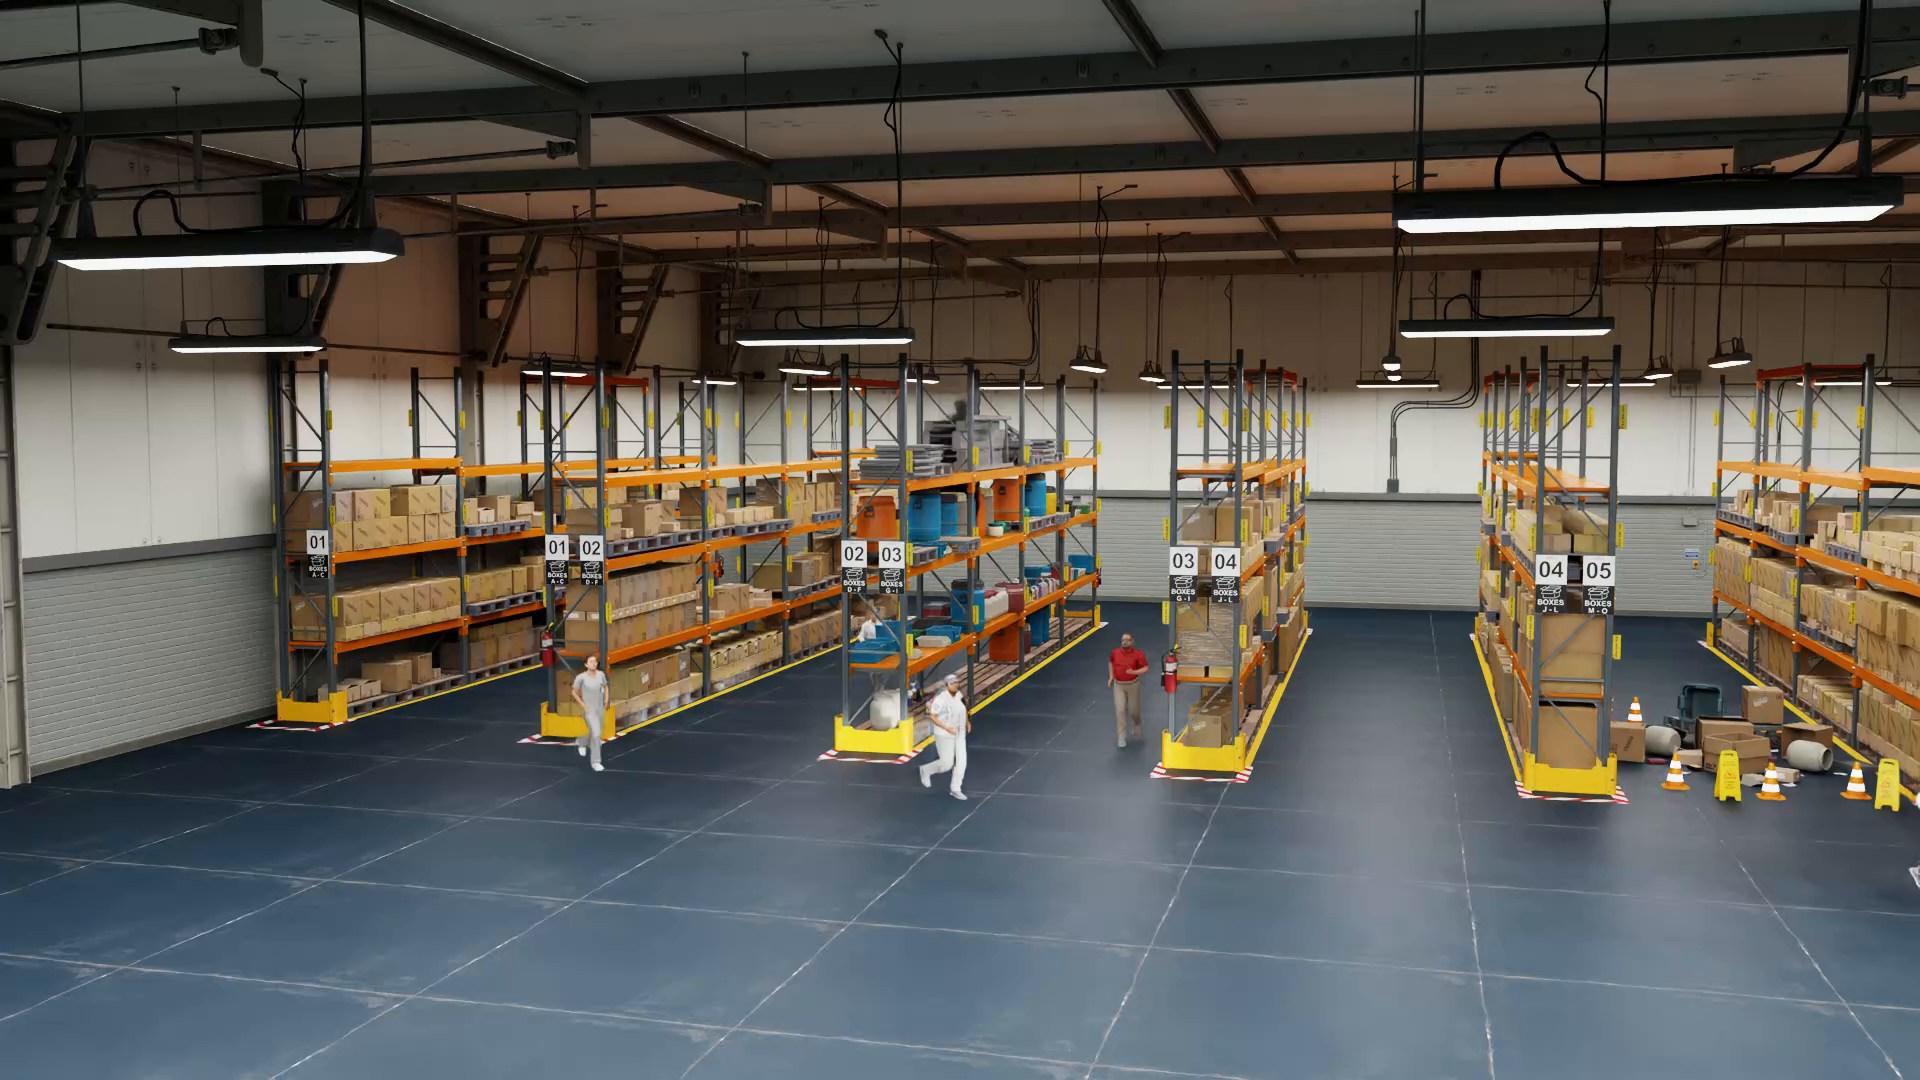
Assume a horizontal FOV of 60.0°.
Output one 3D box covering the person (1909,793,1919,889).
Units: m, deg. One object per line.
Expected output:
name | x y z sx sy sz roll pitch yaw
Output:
person | 10.097 2.939 16.962 0.604 1.664 0.858 -2 5 -28

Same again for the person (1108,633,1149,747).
person | 2.590 2.281 25.683 0.665 1.708 0.919 1 4 17

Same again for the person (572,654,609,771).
person | -5.344 2.456 23.992 0.563 1.666 0.755 -4 5 -41

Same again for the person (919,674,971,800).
person | -0.157 2.604 22.190 0.612 1.659 0.727 -4 6 -42

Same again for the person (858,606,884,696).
person | -1.549 2.013 29.944 0.609 1.677 0.628 1 4 14
